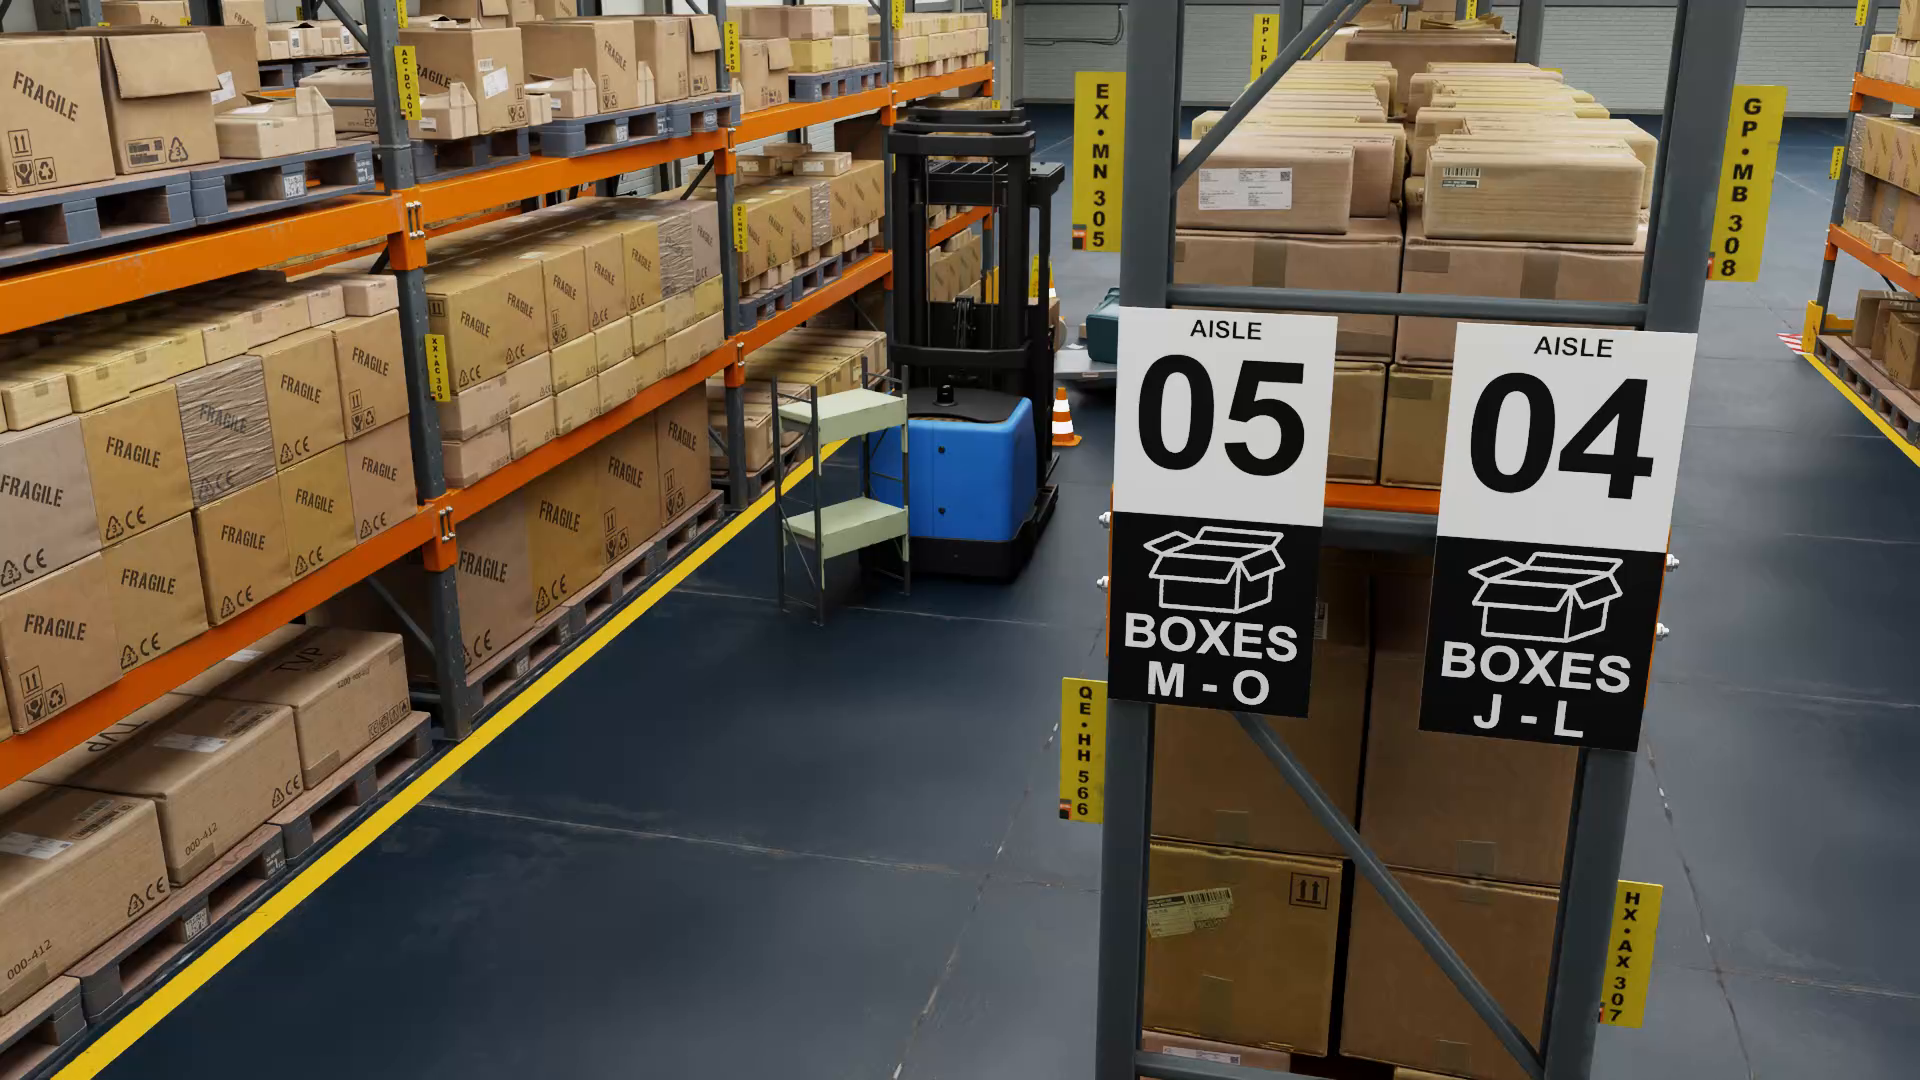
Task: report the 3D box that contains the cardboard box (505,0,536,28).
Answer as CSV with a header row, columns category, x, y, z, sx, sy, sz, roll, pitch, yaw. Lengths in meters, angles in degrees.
category,x,y,z,sx,sy,sz,roll,pitch,yaw
cardboard box,-5.155,-5.817,18.478,0.700,0.500,0.500,5,19,14

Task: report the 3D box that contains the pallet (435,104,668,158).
category,x,y,z,sx,sy,sz,roll,pitch,yaw
pallet,-2.453,-2.450,9.872,1.003,0.211,1.213,6,20,16

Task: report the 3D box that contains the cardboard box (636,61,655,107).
category,x,y,z,sx,sy,sz,roll,pitch,yaw
cardboard box,-2.074,-2.772,10.081,0.396,0.266,0.258,4,19,12

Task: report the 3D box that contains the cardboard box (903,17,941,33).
category,x,y,z,sx,sy,sz,roll,pitch,yaw
cardboard box,-0.406,-5.175,16.713,0.380,0.149,0.250,5,20,14

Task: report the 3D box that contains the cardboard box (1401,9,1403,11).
category,x,y,z,sx,sy,sz,roll,pitch,yaw
cardboard box,3.720,-4.640,14.958,0.500,0.250,0.500,5,19,13

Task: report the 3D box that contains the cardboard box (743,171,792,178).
category,x,y,z,sx,sy,sz,roll,pitch,yaw
cardboard box,-1.748,-2.882,14.221,0.500,0.500,0.500,5,19,13

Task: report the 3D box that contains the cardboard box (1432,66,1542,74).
category,x,y,z,sx,sy,sz,roll,pitch,yaw
cardboard box,1.904,-1.634,6.033,0.380,0.149,0.250,5,20,15

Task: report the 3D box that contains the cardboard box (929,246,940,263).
category,x,y,z,sx,sy,sz,roll,pitch,yaw
cardboard box,-0.418,-2.934,17.077,0.380,0.149,0.250,6,20,17

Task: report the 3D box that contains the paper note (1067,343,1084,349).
category,x,y,z,sx,sy,sz,roll,pitch,yaw
paper note,1.224,-2.066,17.707,0.148,0.019,0.142,12,22,32

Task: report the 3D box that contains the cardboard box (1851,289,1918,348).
category,x,y,z,sx,sy,sz,roll,pitch,yaw
cardboard box,9.319,-2.223,16.774,0.500,0.500,0.500,9,21,23

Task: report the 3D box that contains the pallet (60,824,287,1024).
category,x,y,z,sx,sy,sz,roll,pitch,yaw
pallet,-3.612,1.512,6.934,1.003,0.211,1.213,5,19,13

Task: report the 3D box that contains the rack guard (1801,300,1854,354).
category,x,y,z,sx,sy,sz,roll,pitch,yaw
rack guard,9.469,-2.195,17.341,1.175,0.500,0.348,5,19,13

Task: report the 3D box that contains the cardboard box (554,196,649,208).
category,x,y,z,sx,sy,sz,roll,pitch,yaw
cardboard box,-2.434,-2.062,11.383,0.500,0.500,0.500,4,19,12

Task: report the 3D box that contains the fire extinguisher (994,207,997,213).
category,x,y,z,sx,sy,sz,roll,pitch,yaw
fire extinguisher,0.353,-4.147,19.309,0.296,0.674,0.183,5,19,13

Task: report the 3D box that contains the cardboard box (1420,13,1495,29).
category,x,y,z,sx,sy,sz,roll,pitch,yaw
cardboard box,2.790,-2.838,9.375,0.396,0.266,0.258,5,19,13

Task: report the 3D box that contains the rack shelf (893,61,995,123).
category,x,y,z,sx,sy,sz,roll,pitch,yaw
rack shelf,-0.611,-4.637,17.094,1.077,0.370,4.000,5,19,13

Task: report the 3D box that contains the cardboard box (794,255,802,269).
category,x,y,z,sx,sy,sz,roll,pitch,yaw
cardboard box,-1.502,-2.270,13.432,0.380,0.149,0.250,5,20,16

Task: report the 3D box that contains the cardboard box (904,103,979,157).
category,x,y,z,sx,sy,sz,roll,pitch,yaw
cardboard box,-0.191,-4.342,17.598,0.700,0.500,0.500,4,19,13

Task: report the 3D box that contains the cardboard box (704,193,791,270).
category,x,y,z,sx,sy,sz,roll,pitch,yaw
cardboard box,-1.622,-2.350,12.664,0.500,0.500,0.500,6,20,16

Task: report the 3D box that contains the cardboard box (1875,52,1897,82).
category,x,y,z,sx,sy,sz,roll,pitch,yaw
cardboard box,8.999,-4.458,15.689,0.500,0.250,0.500,4,19,12

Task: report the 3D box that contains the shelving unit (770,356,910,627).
category,x,y,z,sx,sy,sz,roll,pitch,yaw
shelving unit,-0.724,-0.312,10.281,0.431,1.500,0.755,18,26,42

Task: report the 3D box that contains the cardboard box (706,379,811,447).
category,x,y,z,sx,sy,sz,roll,pitch,yaw
cardboard box,-1.757,-1.040,13.509,0.950,0.372,0.625,4,19,12

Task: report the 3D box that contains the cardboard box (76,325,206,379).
category,x,y,z,sx,sy,sz,roll,pitch,yaw
cardboard box,-3.194,-0.733,6.489,0.380,0.149,0.250,4,19,12

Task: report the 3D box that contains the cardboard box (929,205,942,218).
category,x,y,z,sx,sy,sz,roll,pitch,yaw
cardboard box,-0.486,-3.550,16.826,0.500,0.500,0.500,4,19,13

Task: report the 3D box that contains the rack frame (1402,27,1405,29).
category,x,y,z,sx,sy,sz,roll,pitch,yaw
rack frame,4.702,-6.664,17.276,1.000,3.000,0.127,5,19,13

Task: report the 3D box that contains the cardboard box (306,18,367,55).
category,x,y,z,sx,sy,sz,roll,pitch,yaw
cardboard box,-5.854,-4.699,15.497,0.500,0.311,0.500,4,19,12

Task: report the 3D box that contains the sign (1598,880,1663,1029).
category,x,y,z,sx,sy,sz,roll,pitch,yaw
sign,1.319,0.823,3.299,0.100,0.325,0.005,5,19,13

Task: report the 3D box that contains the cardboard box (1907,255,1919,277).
category,x,y,z,sx,sy,sz,roll,pitch,yaw
cardboard box,8.420,-2.358,14.340,0.380,0.149,0.250,5,19,13

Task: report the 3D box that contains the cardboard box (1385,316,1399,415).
category,x,y,z,sx,sy,sz,roll,pitch,yaw
cardboard box,1.284,-0.444,3.938,0.500,0.250,0.500,5,20,15

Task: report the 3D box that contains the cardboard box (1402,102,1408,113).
category,x,y,z,sx,sy,sz,roll,pitch,yaw
cardboard box,1.904,-1.484,6.211,0.500,0.250,0.500,4,19,11

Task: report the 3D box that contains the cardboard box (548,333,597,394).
category,x,y,z,sx,sy,sz,roll,pitch,yaw
cardboard box,-2.424,-1.026,9.510,0.500,0.250,0.500,5,19,14

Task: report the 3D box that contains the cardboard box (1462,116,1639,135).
category,x,y,z,sx,sy,sz,roll,pitch,yaw
cardboard box,1.370,-0.902,3.887,0.380,0.149,0.250,5,19,14

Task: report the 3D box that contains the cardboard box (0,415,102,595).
category,x,y,z,sx,sy,sz,roll,pitch,yaw
cardboard box,-3.400,-0.142,5.762,0.500,0.500,0.500,5,19,13

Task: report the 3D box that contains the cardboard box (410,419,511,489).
category,x,y,z,sx,sy,sz,roll,pitch,yaw
cardboard box,-2.691,-0.469,8.653,0.500,0.250,0.500,4,19,12

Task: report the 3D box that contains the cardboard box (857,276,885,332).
category,x,y,z,sx,sy,sz,roll,pitch,yaw
cardboard box,-0.694,-2.347,16.362,0.500,0.500,0.500,6,20,16

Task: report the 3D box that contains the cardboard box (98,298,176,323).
category,x,y,z,sx,sy,sz,roll,pitch,yaw
cardboard box,-3.572,-0.934,7.077,0.380,0.149,0.250,5,19,13

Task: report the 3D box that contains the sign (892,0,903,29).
category,x,y,z,sx,sy,sz,roll,pitch,yaw
sign,-0.560,-4.739,14.870,0.100,0.325,0.005,5,19,13

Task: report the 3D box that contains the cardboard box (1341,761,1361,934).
category,x,y,z,sx,sy,sz,roll,pitch,yaw
cardboard box,1.277,0.713,4.345,0.500,0.500,0.500,5,19,13

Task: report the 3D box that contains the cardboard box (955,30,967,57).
category,x,y,z,sx,sy,sz,roll,pitch,yaw
cardboard box,-0.232,-5.172,17.319,0.500,0.250,0.500,5,20,15

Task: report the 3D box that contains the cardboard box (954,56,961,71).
category,x,y,z,sx,sy,sz,roll,pitch,yaw
cardboard box,-0.206,-5.034,17.533,0.380,0.149,0.250,5,19,13

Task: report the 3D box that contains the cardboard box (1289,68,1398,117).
category,x,y,z,sx,sy,sz,roll,pitch,yaw
cardboard box,1.359,-1.600,5.932,0.380,0.149,0.250,4,19,13

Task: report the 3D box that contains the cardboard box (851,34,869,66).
category,x,y,z,sx,sy,sz,roll,pitch,yaw
cardboard box,-1.102,-4.283,14.529,0.500,0.250,0.500,4,19,12

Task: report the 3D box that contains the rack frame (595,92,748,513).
category,x,y,z,sx,sy,sz,roll,pitch,yaw
rack frame,-2.077,-1.677,11.957,1.000,3.000,0.127,5,19,13

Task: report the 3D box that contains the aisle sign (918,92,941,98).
category,x,y,z,sx,sy,sz,roll,pitch,yaw
aisle sign,-0.408,-5.459,19.006,0.394,0.787,0.004,5,19,13

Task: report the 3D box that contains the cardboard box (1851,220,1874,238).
category,x,y,z,sx,sy,sz,roll,pitch,yaw
cardboard box,9.031,-3.058,16.390,0.380,0.149,0.250,5,19,13

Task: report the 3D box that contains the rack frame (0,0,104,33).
category,x,y,z,sx,sy,sz,roll,pitch,yaw
rack frame,-6.891,-4.907,12.131,1.000,3.000,0.127,5,19,13

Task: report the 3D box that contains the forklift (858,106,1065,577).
category,x,y,z,sx,sy,sz,roll,pitch,yaw
forklift,0.125,-1.587,11.798,1.130,2.935,3.031,4,19,11

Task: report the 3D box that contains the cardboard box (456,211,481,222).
category,x,y,z,sx,sy,sz,roll,pitch,yaw
cardboard box,-5.441,-3.652,17.584,0.500,0.500,0.500,5,19,14

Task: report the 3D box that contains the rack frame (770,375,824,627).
category,x,y,z,sx,sy,sz,roll,pitch,yaw
rack frame,-0.981,-0.228,10.034,0.400,1.500,0.023,18,26,42

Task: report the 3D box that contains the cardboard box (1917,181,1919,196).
category,x,y,z,sx,sy,sz,roll,pitch,yaw
cardboard box,8.474,-3.129,14.046,0.500,0.500,0.500,5,19,13

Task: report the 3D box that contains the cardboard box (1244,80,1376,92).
category,x,y,z,sx,sy,sz,roll,pitch,yaw
cardboard box,1.097,-1.358,5.223,0.380,0.149,0.250,6,20,16

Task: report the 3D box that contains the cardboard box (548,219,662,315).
category,x,y,z,sx,sy,sz,roll,pitch,yaw
cardboard box,-2.195,-1.698,10.317,0.500,0.500,0.500,5,19,13
